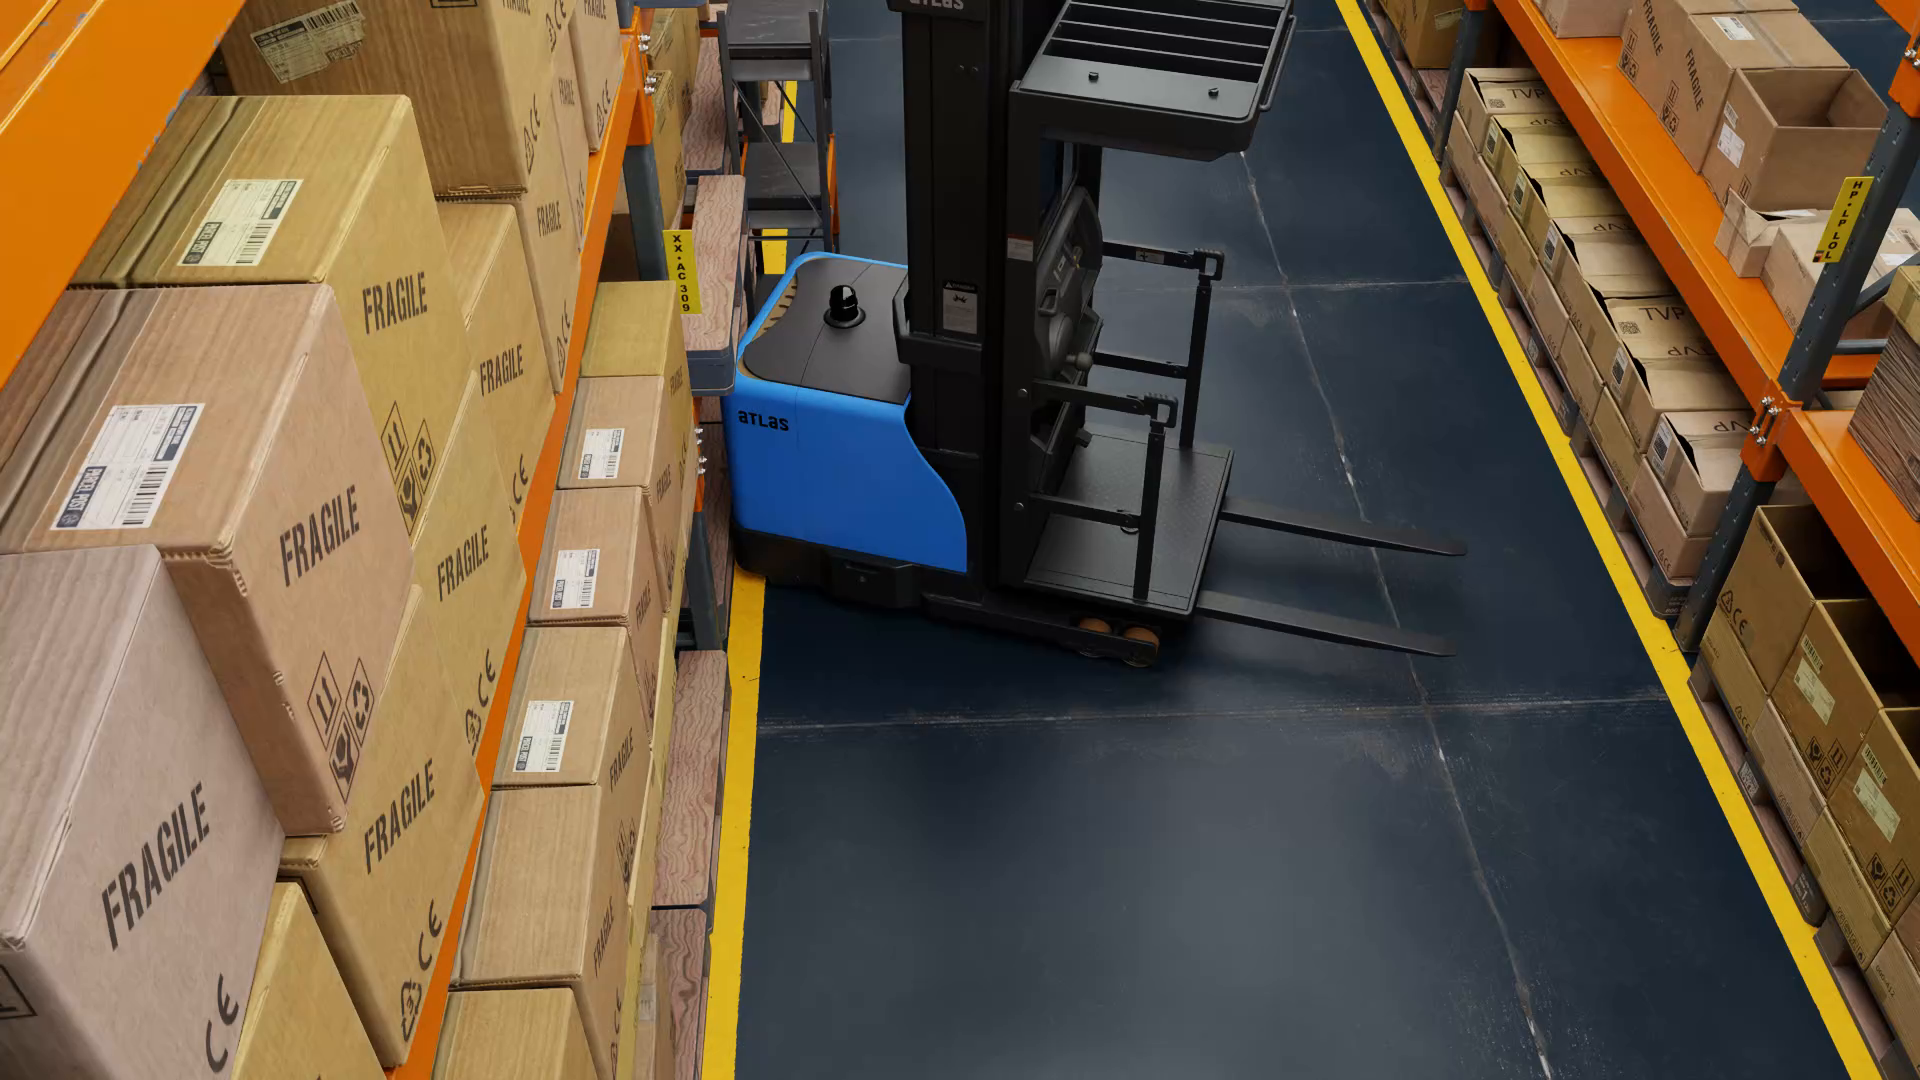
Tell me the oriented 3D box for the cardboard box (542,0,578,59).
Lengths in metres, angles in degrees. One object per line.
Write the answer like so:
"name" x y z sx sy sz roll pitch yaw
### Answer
"cardboard box" -1.137 -1.361 3.616 0.500 0.500 0.500 0 43 1

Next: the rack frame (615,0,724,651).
"rack frame" -1.463 -0.545 5.774 1.000 3.000 0.127 -2 43 -2

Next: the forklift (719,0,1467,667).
"forklift" 0.602 -0.962 6.280 3.031 2.935 1.130 11 44 12

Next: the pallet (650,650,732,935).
"pallet" -1.399 0.936 6.223 1.003 0.211 1.213 -2 43 -2

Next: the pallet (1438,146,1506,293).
"pallet" 3.312 -1.805 9.212 1.003 0.211 1.213 -2 43 -2

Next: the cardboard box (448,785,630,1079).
"cardboard box" -1.040 0.913 3.724 0.500 0.500 0.500 -3 43 -3

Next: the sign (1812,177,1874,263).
"sign" 2.944 -1.065 5.543 0.100 0.325 0.005 -2 43 -2

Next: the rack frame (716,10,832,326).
"rack frame" -0.764 -1.317 7.283 0.400 2.100 0.015 -1 43 -1

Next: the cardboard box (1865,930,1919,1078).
"cardboard box" 3.262 1.504 5.263 0.500 0.250 0.500 -2 43 -2

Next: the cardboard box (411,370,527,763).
"cardboard box" -1.071 0.059 2.807 0.500 0.500 0.500 0 43 0

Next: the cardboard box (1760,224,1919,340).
"cardboard box" 3.421 -0.965 6.344 0.500 0.250 0.500 1 43 1

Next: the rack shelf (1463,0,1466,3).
"rack shelf" 3.231 -4.475 10.594 1.077 0.370 4.000 -2 43 -2

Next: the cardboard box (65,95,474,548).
"cardboard box" -1.071 -0.316 2.475 0.500 0.500 0.500 -1 43 -1

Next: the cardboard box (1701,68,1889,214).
"cardboard box" 3.447 -1.601 6.852 0.500 0.500 0.500 1 43 1

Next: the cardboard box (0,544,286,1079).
"cardboard box" -1.067 0.370 1.727 0.500 0.500 0.500 -4 43 -5

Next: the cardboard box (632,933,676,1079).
"cardboard box" -1.238 1.564 4.998 0.700 0.500 0.500 -4 43 -4

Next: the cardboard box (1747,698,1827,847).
"cardboard box" 3.219 0.829 5.999 0.500 0.250 0.500 -2 43 -2

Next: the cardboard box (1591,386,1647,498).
"cardboard box" 3.159 -0.444 7.388 0.500 0.250 0.500 -2 43 -2

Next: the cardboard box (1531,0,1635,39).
"cardboard box" 3.161 -2.747 8.243 0.500 0.311 0.500 -2 43 -2

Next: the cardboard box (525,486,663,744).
"cardboard box" -1.097 0.214 4.487 0.500 0.500 0.500 -3 43 -3

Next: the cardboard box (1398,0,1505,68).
"cardboard box" 3.042 -3.255 10.255 0.500 0.500 0.500 0 43 0

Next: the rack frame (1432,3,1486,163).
"rack frame" 3.316 -3.390 8.878 1.000 3.000 0.127 -2 43 -2

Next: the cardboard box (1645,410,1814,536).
"cardboard box" 3.182 -0.302 6.819 0.500 0.311 0.500 -2 43 -2

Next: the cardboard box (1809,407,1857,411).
"cardboard box" 3.717 -0.323 6.842 0.500 0.311 0.500 -2 43 -2

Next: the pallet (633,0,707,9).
"pallet" -1.383 -2.001 5.282 1.213 0.211 1.003 -2 43 -2

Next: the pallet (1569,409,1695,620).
"pallet" 3.416 -0.158 7.415 1.003 0.211 1.213 -2 43 -2

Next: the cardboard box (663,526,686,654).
"cardboard box" -1.127 0.151 5.111 0.500 0.250 0.500 -1 43 -2

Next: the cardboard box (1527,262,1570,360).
"cardboard box" 3.117 -1.133 8.139 0.500 0.250 0.500 -1 43 -1

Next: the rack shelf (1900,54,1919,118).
"rack shelf" 3.571 -0.180 3.688 1.077 0.370 4.000 -2 43 -2

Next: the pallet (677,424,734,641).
"pallet" -1.498 -0.042 7.290 1.003 0.211 1.213 -2 43 -2

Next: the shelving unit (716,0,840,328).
"shelving unit" -0.767 -1.482 7.463 0.431 2.100 0.503 -1 43 -1

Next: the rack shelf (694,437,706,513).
"rack shelf" -1.378 1.071 4.544 1.077 0.370 4.000 -2 43 -2

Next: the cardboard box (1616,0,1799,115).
"cardboard box" 3.404 -2.294 7.609 0.500 0.500 0.500 -4 43 -4

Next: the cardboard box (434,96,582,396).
"cardboard box" -1.125 -0.646 3.576 0.500 0.500 0.500 -3 43 -3

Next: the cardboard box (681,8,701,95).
"cardboard box" -1.528 -2.287 7.275 0.700 0.500 0.500 -2 43 -2

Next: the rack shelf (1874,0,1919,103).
"rack shelf" 3.401 -2.880 6.634 1.077 0.370 4.000 -2 43 -2

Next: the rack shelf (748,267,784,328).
"rack shelf" -0.767 -0.956 7.945 0.431 0.518 0.480 -1 43 -1

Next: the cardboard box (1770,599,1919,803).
"cardboard box" 3.222 0.552 5.746 0.500 0.500 0.500 -2 43 -2

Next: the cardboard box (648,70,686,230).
"cardboard box" -1.467 -1.466 6.379 0.700 0.500 0.500 2 43 3

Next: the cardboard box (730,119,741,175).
"cardboard box" -1.550 -2.001 8.887 0.700 0.500 0.500 -1 43 -1

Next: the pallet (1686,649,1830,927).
"pallet" 3.478 0.877 6.287 1.003 0.211 1.213 -2 43 -2

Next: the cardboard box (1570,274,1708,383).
"cardboard box" 3.135 -0.990 7.569 0.500 0.311 0.500 -2 43 -2

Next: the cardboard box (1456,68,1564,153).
"cardboard box" 3.045 -2.376 9.081 0.500 0.311 0.500 0 43 0

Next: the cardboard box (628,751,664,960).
"cardboard box" -1.068 0.830 4.371 0.500 0.250 0.500 -1 43 -1

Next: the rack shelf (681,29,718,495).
"rack shelf" -1.548 -1.630 7.490 1.077 0.370 4.000 -2 43 -2

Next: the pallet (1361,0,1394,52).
"pallet" 3.273 -3.688 11.267 1.003 0.211 1.213 -2 43 -2

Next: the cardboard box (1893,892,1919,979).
"cardboard box" 3.259 1.228 5.010 0.500 0.500 0.500 -2 43 -2

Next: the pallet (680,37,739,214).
"pallet" -1.508 -1.839 7.328 1.003 0.211 1.213 -2 43 -2

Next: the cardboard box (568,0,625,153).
"cardboard box" -1.195 -1.359 4.354 0.500 0.500 0.500 -1 43 -1

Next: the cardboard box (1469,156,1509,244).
"cardboard box" 3.067 -1.830 8.900 0.500 0.250 0.500 -3 43 -3

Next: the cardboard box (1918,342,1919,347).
"cardboard box" 3.315 -0.609 5.290 0.380 0.149 0.250 -1 43 -1

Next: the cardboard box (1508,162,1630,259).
"cardboard box" 3.095 -1.677 8.318 0.500 0.311 0.500 -3 43 -3

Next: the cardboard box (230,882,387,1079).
"cardboard box" -1.058 0.773 2.028 0.500 0.500 0.500 -1 43 -1

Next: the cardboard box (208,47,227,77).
"cardboard box" -1.678 -1.002 3.964 0.500 0.500 0.500 0 43 0

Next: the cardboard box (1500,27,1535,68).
"cardboard box" 3.582 -2.946 9.918 0.500 0.500 0.500 0 43 0

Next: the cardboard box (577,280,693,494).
"cardboard box" -1.134 -0.463 5.226 0.500 0.500 0.500 -2 43 -2

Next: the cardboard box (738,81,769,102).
"cardboard box" -1.533 -3.108 9.850 0.750 0.750 0.750 -2 43 -2
